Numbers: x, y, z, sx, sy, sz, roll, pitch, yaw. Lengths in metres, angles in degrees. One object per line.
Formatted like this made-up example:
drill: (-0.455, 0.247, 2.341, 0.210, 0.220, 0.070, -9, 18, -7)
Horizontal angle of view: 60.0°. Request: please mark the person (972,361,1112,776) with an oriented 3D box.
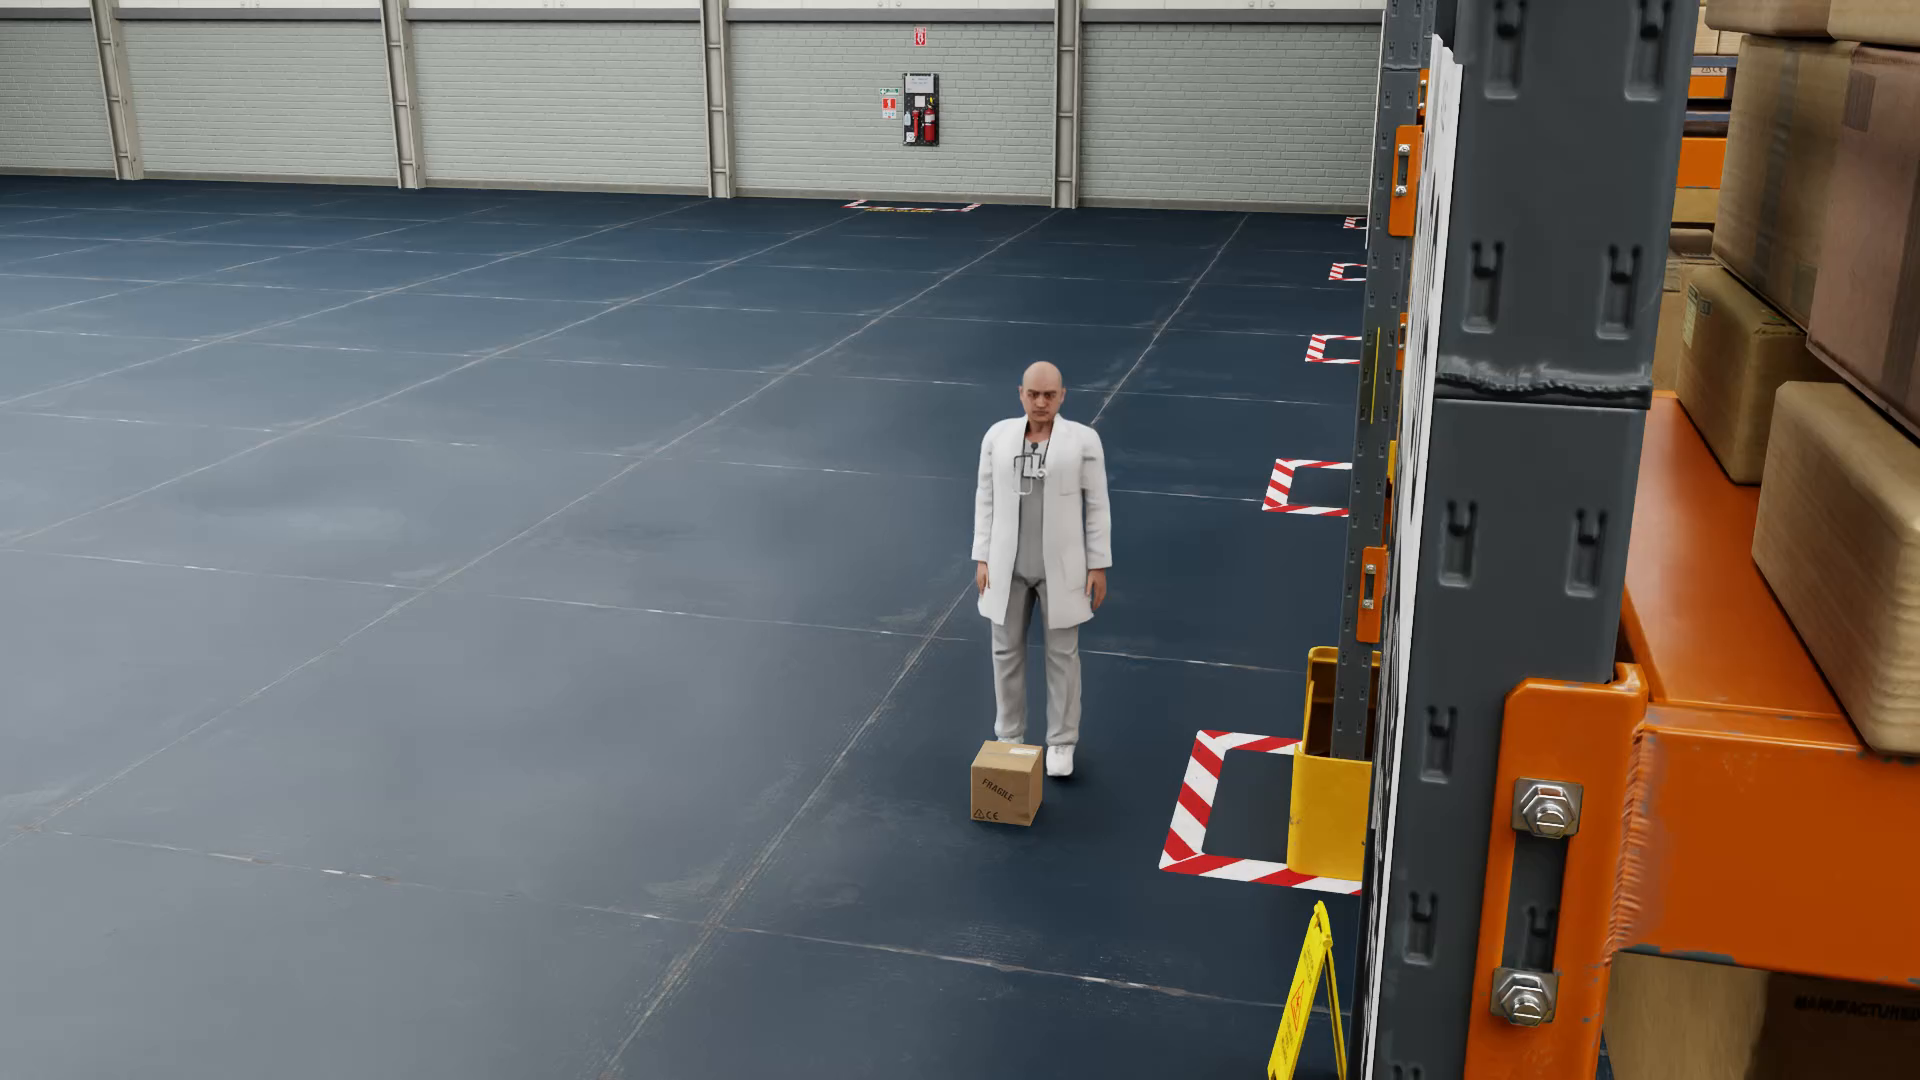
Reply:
person: (0.339, 0.131, 7.136, 0.615, 1.790, 0.400, 5, 19, 15)
